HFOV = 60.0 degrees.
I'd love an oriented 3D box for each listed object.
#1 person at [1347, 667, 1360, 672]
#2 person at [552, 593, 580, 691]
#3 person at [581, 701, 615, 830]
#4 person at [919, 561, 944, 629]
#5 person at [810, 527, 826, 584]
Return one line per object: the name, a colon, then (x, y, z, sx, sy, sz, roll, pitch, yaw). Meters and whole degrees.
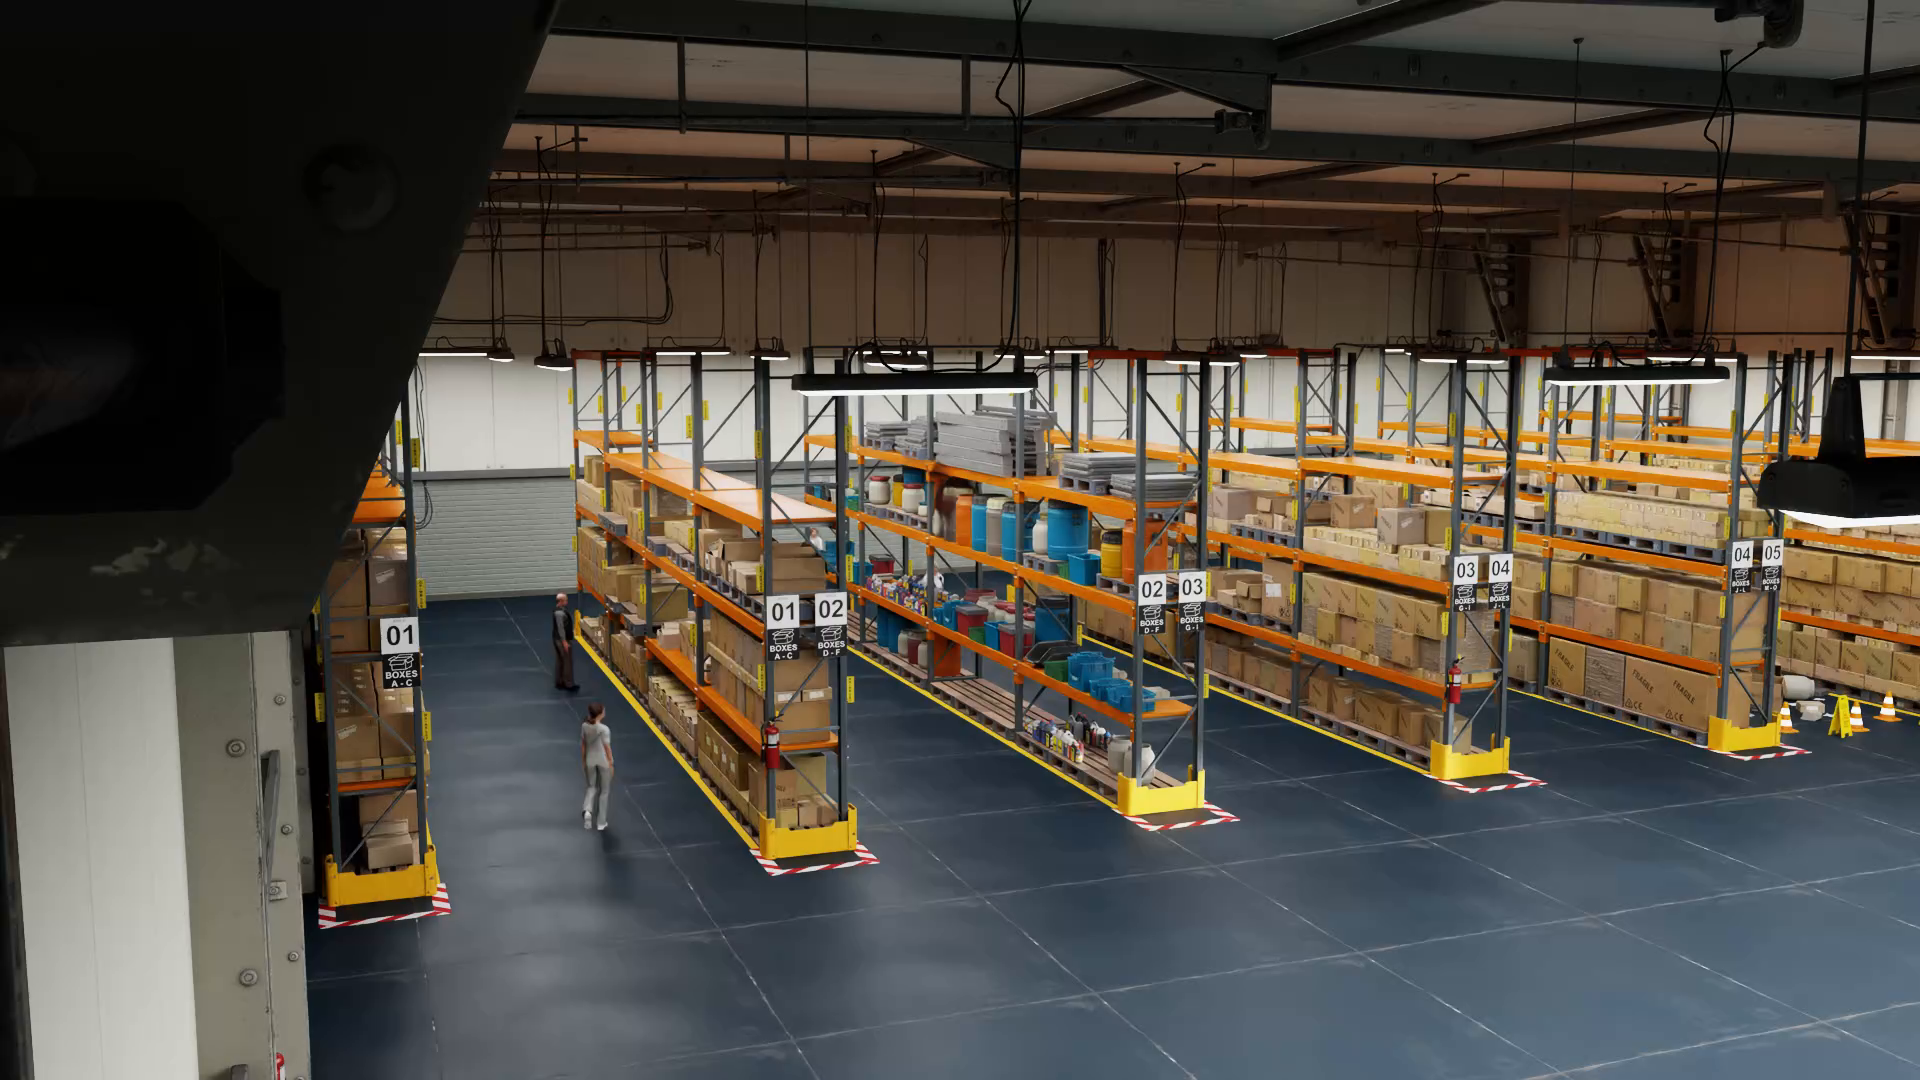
person: (7.404, 1.645, 31.332, 0.597, 1.748, 0.446, 4, 8, 30)
person: (-7.023, 1.802, 29.592, 0.438, 1.711, 0.611, -3, 8, -24)
person: (-4.621, 2.880, 21.122, 0.442, 1.649, 0.524, 1, 7, 9)
person: (-0.543, 1.246, 34.516, 0.525, 1.621, 0.978, -4, 8, -27)
person: (-3.570, 0.465, 40.854, 0.429, 1.584, 0.668, 3, 8, 22)
